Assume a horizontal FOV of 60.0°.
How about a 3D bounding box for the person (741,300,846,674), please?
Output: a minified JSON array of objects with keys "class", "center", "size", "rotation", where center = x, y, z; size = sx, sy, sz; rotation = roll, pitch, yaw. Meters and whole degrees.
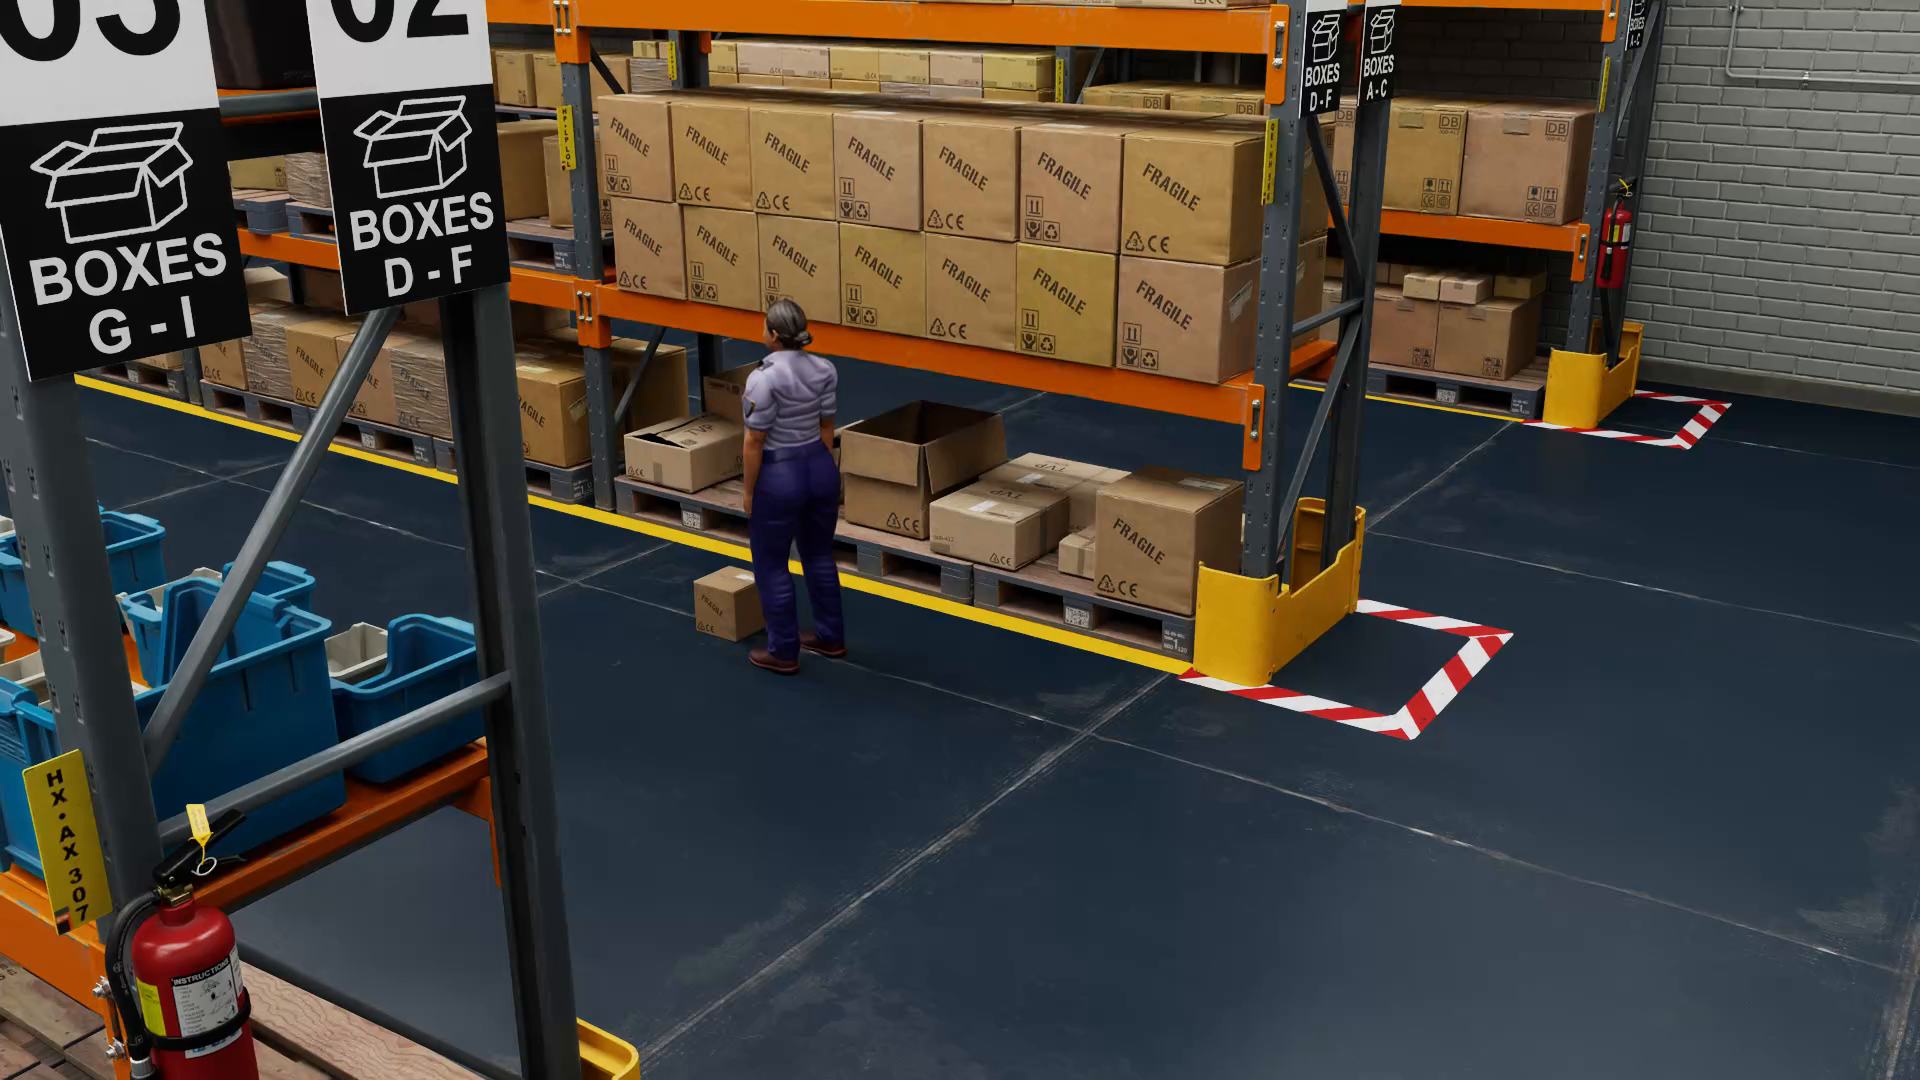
[{"class":"person","center":[-0.754,-0.236,7.251],"size":[0.467,1.649,0.332],"rotation":[-17,26,-39]}]
